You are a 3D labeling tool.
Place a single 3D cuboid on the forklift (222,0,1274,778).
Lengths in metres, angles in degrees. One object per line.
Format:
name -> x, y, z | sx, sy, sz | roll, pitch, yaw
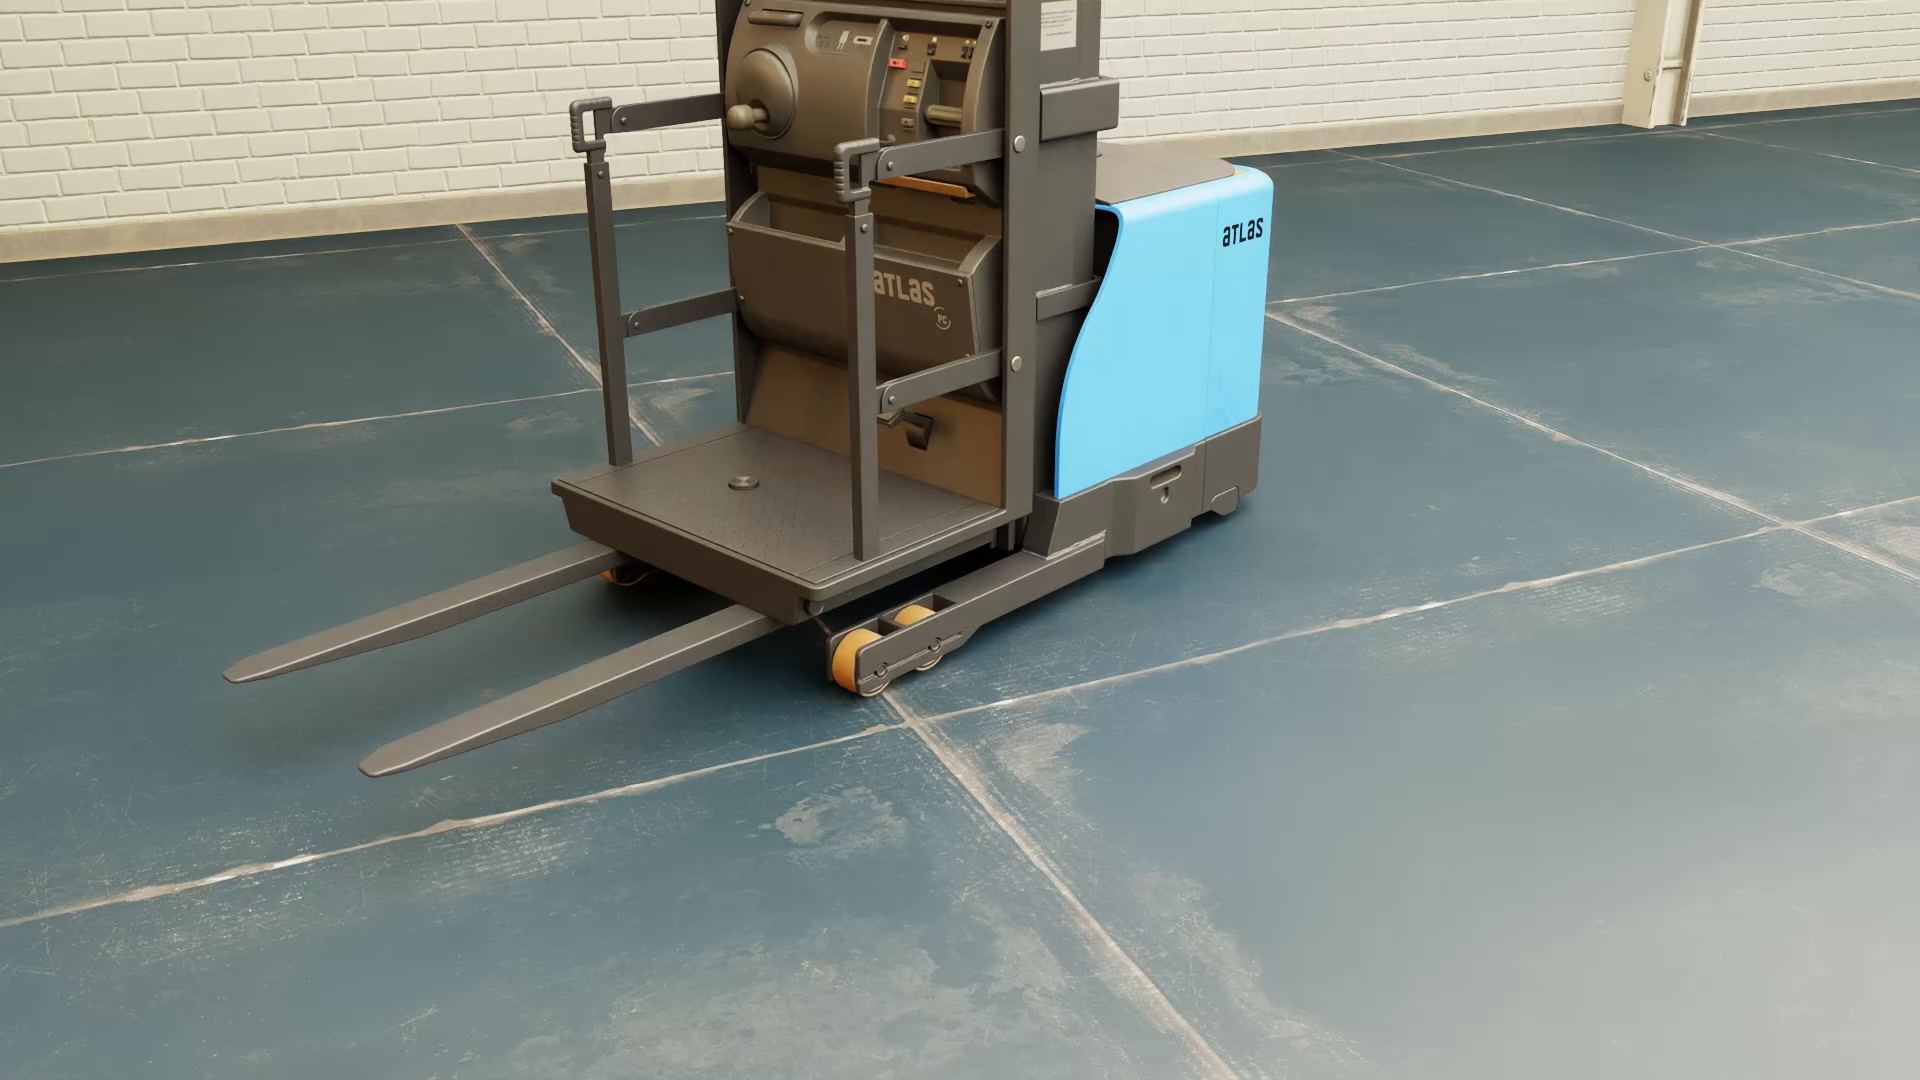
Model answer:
forklift -> -0.413, -1.182, 4.131 | 1.130, 2.935, 3.031 | 19, 29, 39
